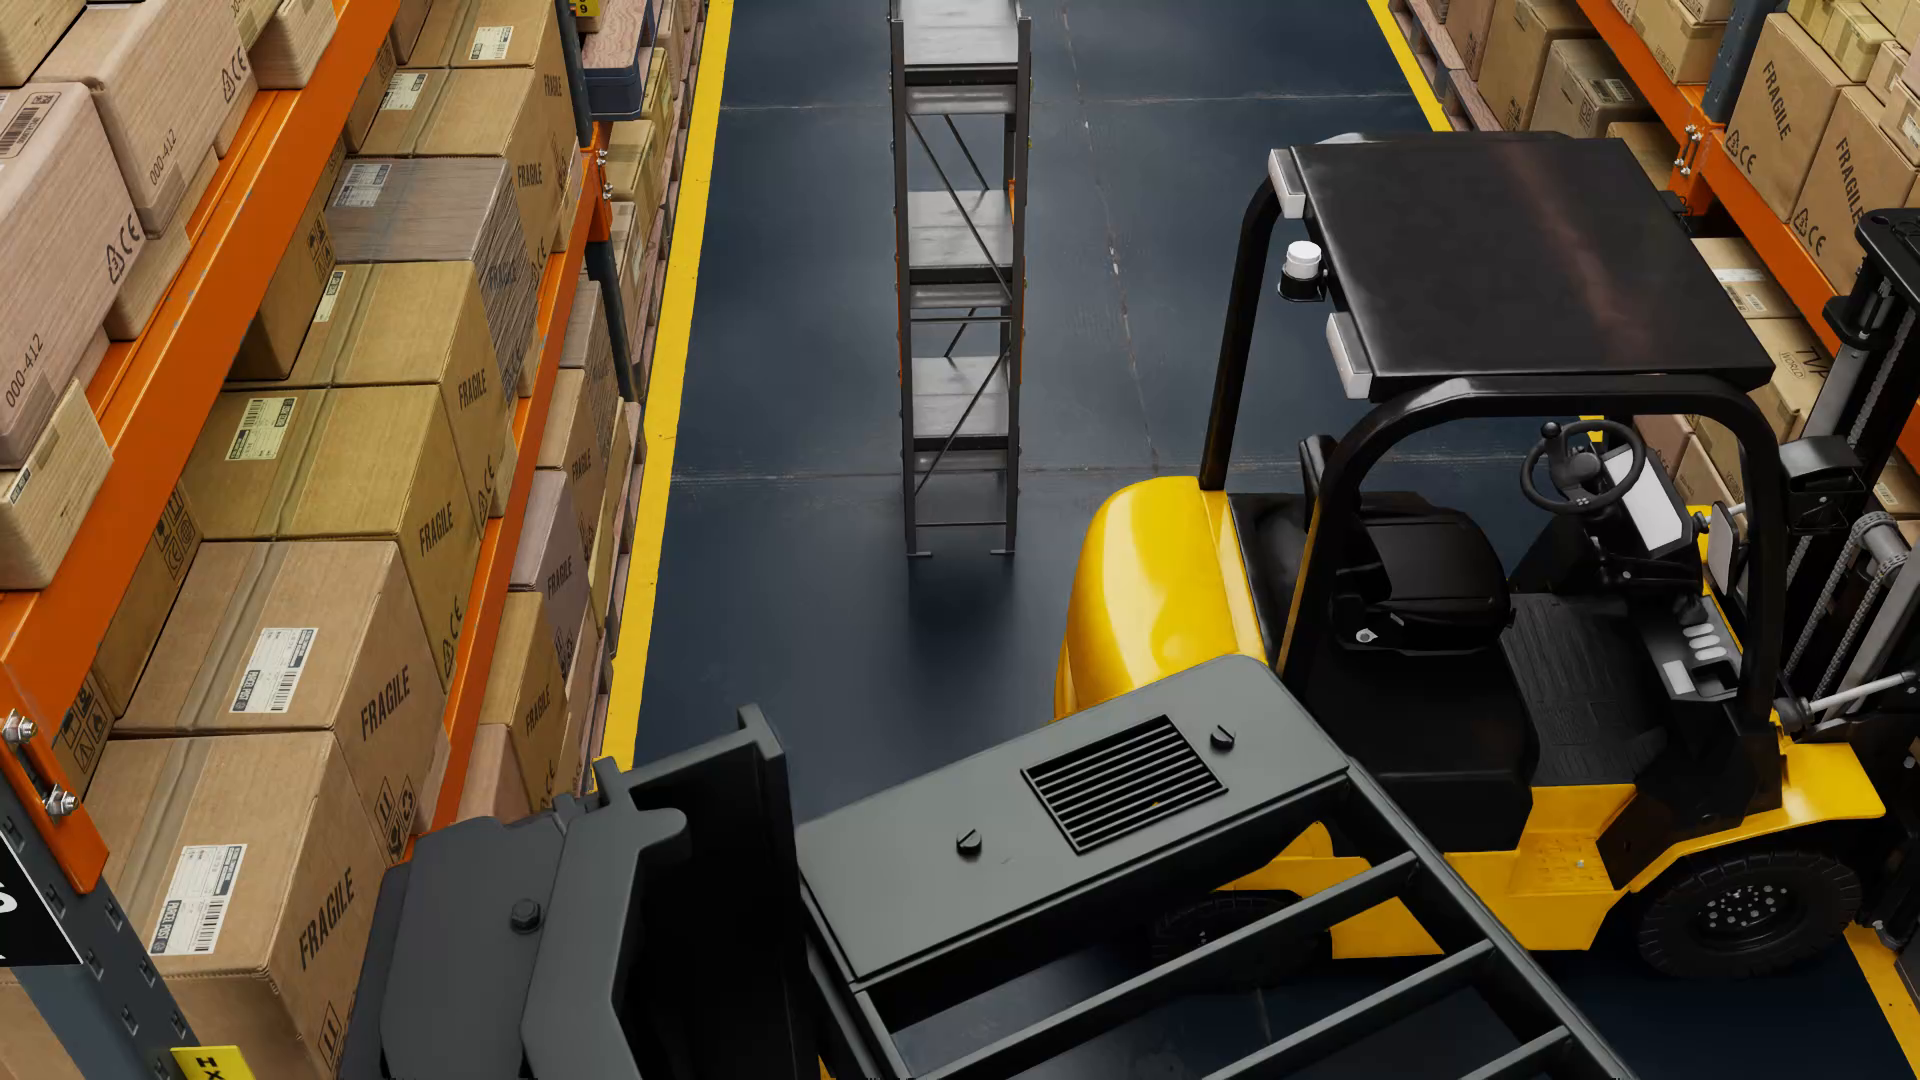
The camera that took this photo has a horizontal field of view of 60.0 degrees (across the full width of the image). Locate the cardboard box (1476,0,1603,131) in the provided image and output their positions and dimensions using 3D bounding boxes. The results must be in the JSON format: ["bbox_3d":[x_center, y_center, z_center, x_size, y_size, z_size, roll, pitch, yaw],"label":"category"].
[{"bbox_3d":[3.077,-2.332,8.021,0.875,0.625,0.625,-3,43,-4],"label":"cardboard box"}]

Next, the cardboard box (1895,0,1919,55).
[{"bbox_3d":[3.008,-1.485,4.876,0.380,0.149,0.250,-2,43,-3],"label":"cardboard box"}]

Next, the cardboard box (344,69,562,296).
[{"bbox_3d":[-1.493,-1.030,4.860,0.500,0.500,0.500,0,43,0],"label":"cardboard box"}]

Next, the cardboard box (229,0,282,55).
[{"bbox_3d":[-1.433,-1.019,2.813,0.500,0.250,0.500,0,43,-1],"label":"cardboard box"}]

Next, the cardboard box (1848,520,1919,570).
[{"bbox_3d":[2.935,0.193,4.804,0.500,0.250,0.500,-2,43,-3],"label":"cardboard box"}]

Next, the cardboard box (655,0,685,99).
[{"bbox_3d":[-1.906,-2.531,8.425,0.950,0.372,0.625,-2,43,-3],"label":"cardboard box"}]

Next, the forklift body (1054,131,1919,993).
[{"bbox_3d":[1.436,0.117,4.531,2.313,2.155,1.214,-2,43,-2],"label":"forklift body"}]

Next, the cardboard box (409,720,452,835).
[{"bbox_3d":[-1.347,0.510,3.660,0.380,0.149,0.250,-1,43,-1],"label":"cardboard box"}]

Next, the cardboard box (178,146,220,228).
[{"bbox_3d":[-1.422,-0.591,2.641,0.380,0.149,0.250,-2,43,-2],"label":"cardboard box"}]

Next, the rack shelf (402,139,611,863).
[{"bbox_3d":[-1.704,0.091,4.463,1.077,0.370,4.000,-2,43,-2],"label":"rack shelf"}]

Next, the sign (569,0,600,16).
[{"bbox_3d":[-1.248,-1.864,5.423,0.100,0.325,0.005,-2,43,-2],"label":"sign"}]

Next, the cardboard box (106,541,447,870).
[{"bbox_3d":[-1.388,0.353,3.351,0.500,0.500,0.500,0,43,0],"label":"cardboard box"}]

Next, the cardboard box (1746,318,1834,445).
[{"bbox_3d":[2.888,-0.498,5.557,0.500,0.250,0.500,-2,43,-2],"label":"cardboard box"}]

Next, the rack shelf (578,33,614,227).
[{"bbox_3d":[-1.874,-2.609,7.409,1.077,0.370,4.000,-2,43,-2],"label":"rack shelf"}]

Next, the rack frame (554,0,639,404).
[{"bbox_3d":[-1.789,-1.524,5.693,1.000,3.000,0.127,-2,43,-2],"label":"rack frame"}]

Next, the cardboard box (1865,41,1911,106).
[{"bbox_3d":[2.972,-1.372,4.973,0.380,0.149,0.250,-2,43,-2],"label":"cardboard box"}]

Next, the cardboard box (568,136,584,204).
[{"bbox_3d":[-1.471,-1.223,5.550,0.380,0.149,0.250,-2,43,-2],"label":"cardboard box"}]

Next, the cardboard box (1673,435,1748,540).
[{"bbox_3d":[2.896,-0.132,5.898,0.500,0.250,0.500,-3,43,-3],"label":"cardboard box"}]

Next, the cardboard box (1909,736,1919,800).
[{"bbox_3d":[2.953,0.700,4.621,0.500,0.250,0.500,-3,43,-3],"label":"cardboard box"}]

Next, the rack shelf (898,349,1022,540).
[{"bbox_3d":[-0.007,-0.360,6.145,0.431,0.518,0.480,-2,43,-2],"label":"rack shelf"}]

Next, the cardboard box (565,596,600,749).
[{"bbox_3d":[-1.446,0.429,5.286,0.500,0.250,0.500,-1,43,-1],"label":"cardboard box"}]

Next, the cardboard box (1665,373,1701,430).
[{"bbox_3d":[2.882,-0.659,6.103,0.500,0.250,0.500,-2,43,-2],"label":"cardboard box"}]

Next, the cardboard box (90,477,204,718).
[{"bbox_3d":[-1.873,-0.019,3.017,0.700,0.500,0.500,-1,43,-1],"label":"cardboard box"}]

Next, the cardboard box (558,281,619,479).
[{"bbox_3d":[-1.496,-0.550,5.799,0.500,0.500,0.500,-2,43,-2],"label":"cardboard box"}]

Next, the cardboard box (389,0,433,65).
[{"bbox_3d":[-1.987,-1.736,4.890,0.700,0.500,0.500,-2,43,-2],"label":"cardboard box"}]

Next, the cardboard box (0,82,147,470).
[{"bbox_3d":[-1.375,-0.331,2.062,0.500,0.250,0.500,-2,43,-3],"label":"cardboard box"}]

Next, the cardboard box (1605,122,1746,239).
[{"bbox_3d":[3.136,-1.300,6.895,0.875,0.625,0.625,0,43,0],"label":"cardboard box"}]

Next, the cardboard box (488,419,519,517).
[{"bbox_3d":[-1.397,-0.191,4.424,0.380,0.149,0.250,-1,43,-1],"label":"cardboard box"}]

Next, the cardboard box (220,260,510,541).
[{"bbox_3d":[-1.440,-0.334,4.101,0.500,0.500,0.500,-2,43,-3],"label":"cardboard box"}]

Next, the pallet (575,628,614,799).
[{"bbox_3d":[-1.671,0.782,5.241,1.003,0.211,1.213,-2,43,-2],"label":"pallet"}]

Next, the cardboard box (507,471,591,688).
[{"bbox_3d":[-1.450,0.138,5.049,0.500,0.500,0.500,0,43,0],"label":"cardboard box"}]

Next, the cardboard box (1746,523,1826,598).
[{"bbox_3d":[2.915,0.021,5.362,0.500,0.250,0.500,-2,43,-2],"label":"cardboard box"}]

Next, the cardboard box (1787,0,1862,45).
[{"bbox_3d":[2.920,-1.722,5.355,0.380,0.149,0.250,-2,43,-2],"label":"cardboard box"}]

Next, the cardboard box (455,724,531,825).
[{"bbox_3d":[-1.406,0.837,4.286,0.500,0.500,0.500,-3,43,-3],"label":"cardboard box"}]

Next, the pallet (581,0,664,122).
[{"bbox_3d":[-1.677,-1.973,6.325,1.003,0.211,1.213,-2,43,-2],"label":"pallet"}]

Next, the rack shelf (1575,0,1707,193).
[{"bbox_3d":[3.085,-2.754,7.567,1.077,0.370,4.000,-2,43,-2],"label":"rack shelf"}]

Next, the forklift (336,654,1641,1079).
[{"bbox_3d":[0.253,1.373,2.583,3.031,2.935,1.130,-19,46,-20],"label":"forklift"}]

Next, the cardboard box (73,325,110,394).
[{"bbox_3d":[-1.410,-0.245,2.263,0.380,0.149,0.250,-3,43,-3],"label":"cardboard box"}]

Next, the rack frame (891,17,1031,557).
[{"bbox_3d":[0.003,-0.721,5.483,0.400,2.100,0.015,-2,43,-2],"label":"rack frame"}]

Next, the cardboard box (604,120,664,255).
[{"bbox_3d":[-1.848,-1.549,7.354,0.950,0.372,0.625,1,43,1],"label":"cardboard box"}]

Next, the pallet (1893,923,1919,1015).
[{"bbox_3d":[3.265,1.544,4.409,1.003,0.211,1.213,-2,43,-2],"label":"pallet"}]

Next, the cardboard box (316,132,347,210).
[{"bbox_3d":[-1.993,-1.051,4.142,0.700,0.500,0.500,-3,43,-3],"label":"cardboard box"}]

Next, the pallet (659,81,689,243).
[{"bbox_3d":[-1.879,-1.847,8.109,1.003,0.211,1.213,-2,43,-2],"label":"pallet"}]

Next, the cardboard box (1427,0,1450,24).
[{"bbox_3d":[3.013,-3.227,8.998,0.875,0.625,0.625,0,43,0],"label":"cardboard box"}]

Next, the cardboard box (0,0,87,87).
[{"bbox_3d":[-1.406,-0.717,2.188,0.380,0.149,0.250,-2,43,-2],"label":"cardboard box"}]

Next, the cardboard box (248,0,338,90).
[{"bbox_3d":[-1.368,-0.942,3.024,0.380,0.149,0.250,-1,43,-1],"label":"cardboard box"}]

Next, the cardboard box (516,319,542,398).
[{"bbox_3d":[-1.425,-0.537,4.802,0.380,0.149,0.250,-2,43,-2],"label":"cardboard box"}]

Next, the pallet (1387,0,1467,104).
[{"bbox_3d":[2.996,-2.784,9.132,1.003,0.211,1.213,-2,43,-2],"label":"pallet"}]

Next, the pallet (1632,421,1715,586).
[{"bbox_3d":[3.162,-0.103,6.206,1.003,0.211,1.213,-2,43,-2],"label":"pallet"}]

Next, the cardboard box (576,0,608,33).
[{"bbox_3d":[-1.497,-1.968,6.053,0.380,0.149,0.250,-1,43,-1],"label":"cardboard box"}]

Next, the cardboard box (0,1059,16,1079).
[{"bbox_3d":[-1.918,0.671,3.003,0.500,0.500,0.500,-2,43,-3],"label":"cardboard box"}]

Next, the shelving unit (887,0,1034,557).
[{"bbox_3d":[-0.007,-0.886,5.662,0.431,2.100,0.503,-2,43,-2],"label":"shelving unit"}]

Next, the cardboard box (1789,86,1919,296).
[{"bbox_3d":[2.966,-1.048,5.099,0.500,0.500,0.500,-1,43,-1],"label":"cardboard box"}]

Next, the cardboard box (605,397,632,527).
[{"bbox_3d":[-1.496,-0.274,6.053,0.500,0.250,0.500,0,43,0],"label":"cardboard box"}]

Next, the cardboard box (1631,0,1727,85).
[{"bbox_3d":[2.887,-1.946,6.264,0.500,0.250,0.500,-1,43,-1],"label":"cardboard box"}]
